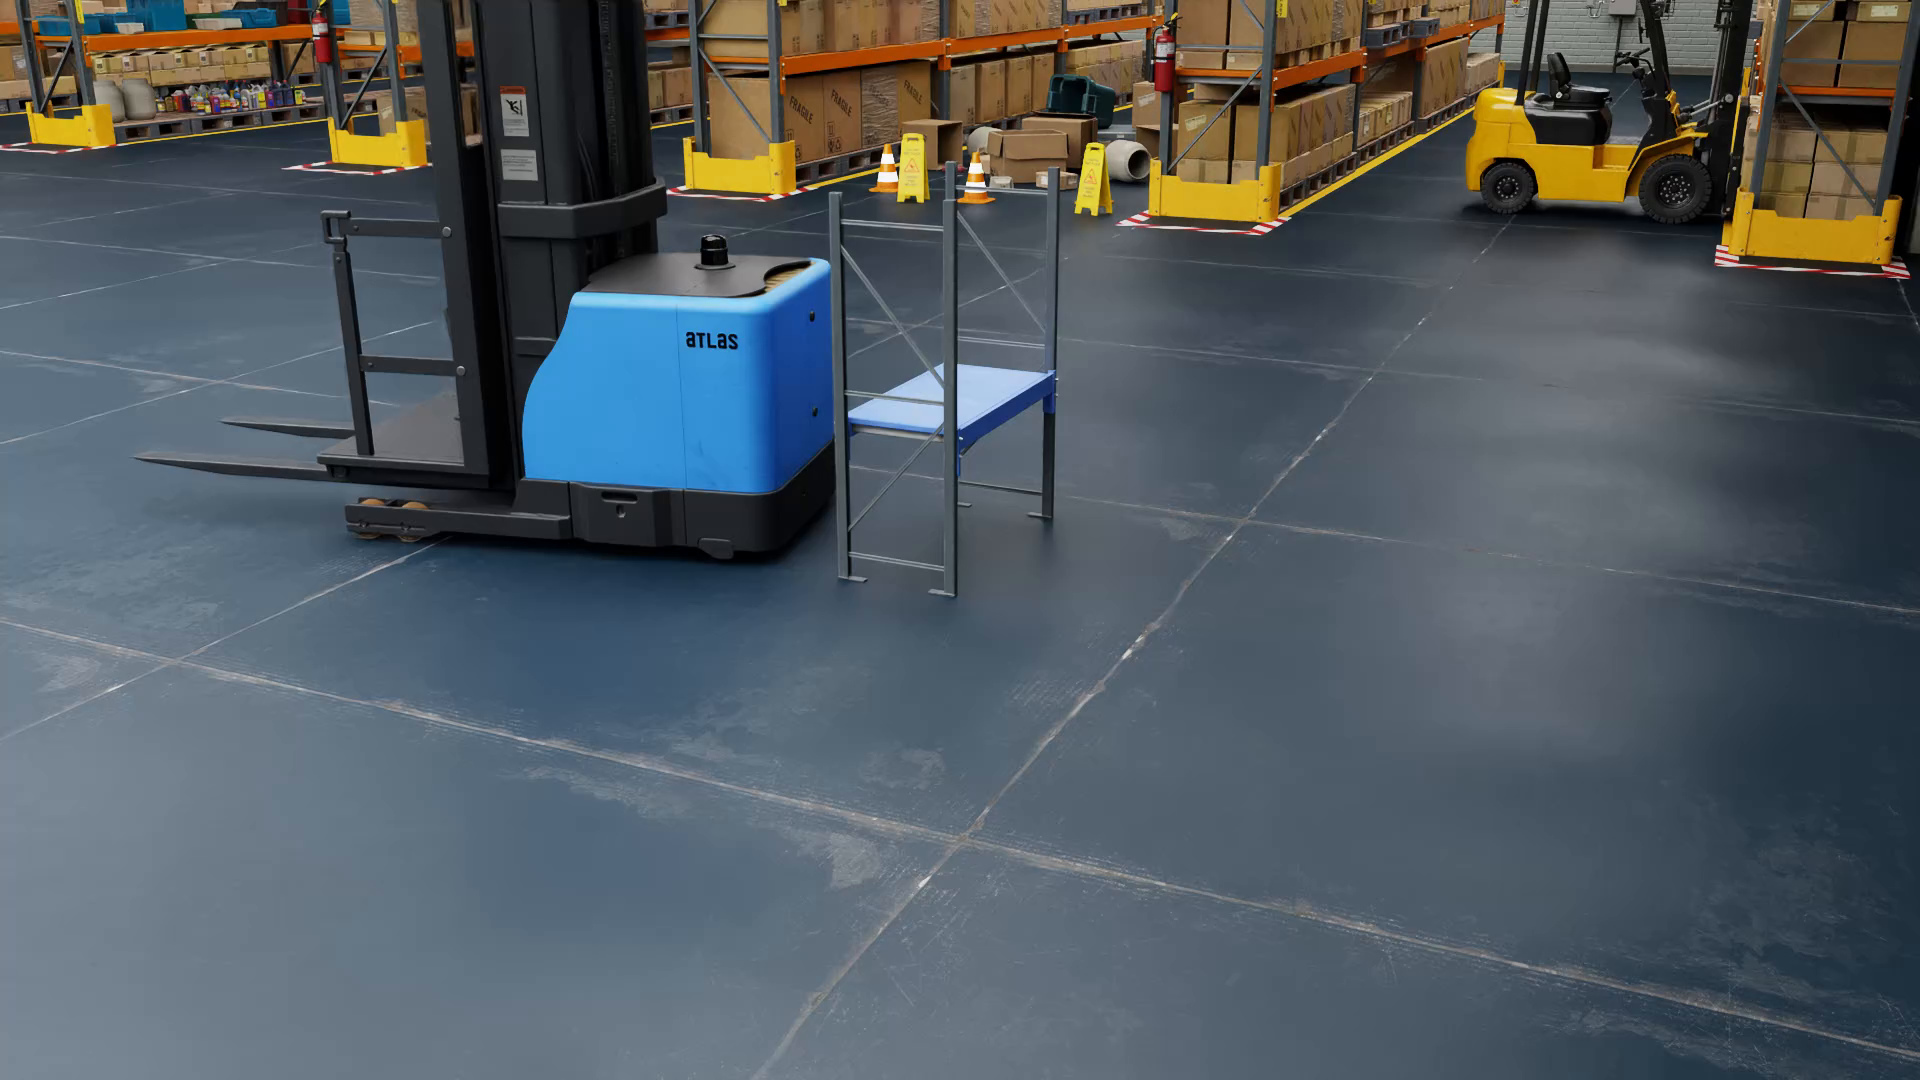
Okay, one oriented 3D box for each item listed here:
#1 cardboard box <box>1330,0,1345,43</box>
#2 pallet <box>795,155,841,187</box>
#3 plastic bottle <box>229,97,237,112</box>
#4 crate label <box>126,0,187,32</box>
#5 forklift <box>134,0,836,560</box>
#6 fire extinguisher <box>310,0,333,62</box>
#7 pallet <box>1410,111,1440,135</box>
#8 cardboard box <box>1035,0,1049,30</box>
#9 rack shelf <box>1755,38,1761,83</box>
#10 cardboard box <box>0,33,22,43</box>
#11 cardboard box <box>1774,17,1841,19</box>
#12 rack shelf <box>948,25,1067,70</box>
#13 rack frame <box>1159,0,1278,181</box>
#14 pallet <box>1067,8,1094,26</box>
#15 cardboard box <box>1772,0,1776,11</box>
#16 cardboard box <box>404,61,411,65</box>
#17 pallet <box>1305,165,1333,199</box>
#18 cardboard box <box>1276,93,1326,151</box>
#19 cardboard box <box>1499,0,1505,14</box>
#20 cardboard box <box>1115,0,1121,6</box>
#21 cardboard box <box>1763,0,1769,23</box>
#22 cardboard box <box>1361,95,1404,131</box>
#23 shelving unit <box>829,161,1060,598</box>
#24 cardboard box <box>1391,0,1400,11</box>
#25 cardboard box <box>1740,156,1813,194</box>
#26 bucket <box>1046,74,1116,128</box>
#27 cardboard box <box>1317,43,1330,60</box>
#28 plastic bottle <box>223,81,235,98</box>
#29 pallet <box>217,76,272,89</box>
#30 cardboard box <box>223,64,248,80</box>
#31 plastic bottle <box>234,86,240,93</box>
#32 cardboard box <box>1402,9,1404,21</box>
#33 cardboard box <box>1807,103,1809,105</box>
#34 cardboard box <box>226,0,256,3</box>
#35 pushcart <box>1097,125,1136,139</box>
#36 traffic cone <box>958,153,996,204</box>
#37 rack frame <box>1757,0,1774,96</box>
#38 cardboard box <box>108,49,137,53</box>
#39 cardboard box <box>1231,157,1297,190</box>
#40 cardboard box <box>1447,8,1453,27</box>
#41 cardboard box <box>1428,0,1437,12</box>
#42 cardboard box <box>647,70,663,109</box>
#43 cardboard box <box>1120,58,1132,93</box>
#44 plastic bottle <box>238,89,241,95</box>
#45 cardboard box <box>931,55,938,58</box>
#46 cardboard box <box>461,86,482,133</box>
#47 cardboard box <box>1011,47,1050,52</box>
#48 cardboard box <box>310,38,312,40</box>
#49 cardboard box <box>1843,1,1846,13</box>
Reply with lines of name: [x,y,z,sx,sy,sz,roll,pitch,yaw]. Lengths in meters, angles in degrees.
cardboard box: [3.577,-5.309,16.826,0.500,0.500,0.500,9,22,24]
pallet: [-1.994,-3.976,17.833,1.003,0.211,1.213,9,21,23]
plastic bottle: [-10.004,-5.991,22.859,0.097,0.201,0.097,0,20,0]
crate label: [-10.745,-7.042,22.240,0.502,0.435,0.616,9,21,23]
forklift: [-2.096,-1.538,6.918,3.031,2.935,1.130,4,20,12]
fire extinguisher: [-7.201,-5.738,18.741,0.296,0.674,0.183,9,21,23]
pallet: [5.975,-5.748,22.818,1.003,0.211,1.213,9,21,23]
cardboard box: [0.881,-7.200,22.589,0.500,0.500,0.500,9,21,23]
rack shelf: [9.294,-5.201,18.191,1.077,0.370,4.000,9,21,23]
cardboard box: [-17.552,-9.220,30.373,0.500,0.250,0.500,9,21,24]
cardboard box: [7.020,-4.097,13.863,0.500,0.500,0.500,9,22,24]
rack shelf: [0.207,-6.530,21.926,1.077,0.370,4.000,9,21,23]
rack frame: [2.307,-4.386,14.825,1.000,3.000,0.127,9,21,23]
pallet: [1.221,-7.622,24.211,1.213,0.211,1.003,9,21,23]
cardboard box: [7.642,-4.912,15.187,0.380,0.149,0.250,8,21,22]
cardboard box: [-11.006,-9.464,32.178,0.500,0.500,0.500,9,21,23]
pallet: [3.204,-3.711,17.087,1.003,0.211,1.213,9,21,23]
cardboard box: [3.322,-4.170,16.576,0.500,0.500,0.500,9,21,24]
cardboard box: [8.903,-9.141,28.045,0.500,0.500,0.500,9,21,23]
cardboard box: [2.261,-8.316,25.623,0.380,0.149,0.250,8,21,20]
cardboard box: [9.272,-5.904,18.571,0.500,0.250,0.500,8,21,21]
cardboard box: [5.048,-5.393,20.953,0.950,0.372,0.625,8,21,22]
shelving unit: [-0.035,-0.681,6.644,0.538,1.500,1.048,9,21,23]
cardboard box: [4.819,-6.400,19.269,0.500,0.500,0.500,8,21,22]
cardboard box: [6.752,-3.036,13.759,0.500,0.250,0.500,8,21,22]
bucket: [1.436,-5.073,19.374,0.726,0.611,0.620,18,16,41]
cardboard box: [3.474,-4.882,16.594,0.380,0.149,0.250,9,21,23]
plastic bottle: [-10.401,-6.360,23.672,0.144,0.351,0.185,8,21,20]
pallet: [-12.866,-7.992,29.125,1.003,0.211,1.213,9,21,23]
cardboard box: [-12.695,-8.102,28.750,0.500,0.250,0.500,8,21,22]
plastic bottle: [-10.273,-6.319,23.676,0.097,0.271,0.097,0,20,0]
cardboard box: [5.102,-6.294,19.939,0.380,0.149,0.250,8,21,21]
cardboard box: [8.450,-4.125,16.077,0.500,0.250,0.500,9,21,24]
cardboard box: [-12.683,-9.405,29.070,0.500,0.311,0.500,10,22,26]
pushcart: [1.845,-4.671,19.540,1.648,0.377,0.936,1,20,4]
traffic cone: [0.155,-3.548,16.254,0.336,0.463,0.334,9,21,23]
rack frame: [8.475,-4.929,16.352,1.000,3.000,0.127,9,21,23]
cardboard box: [-13.814,-7.971,27.545,0.500,0.311,0.500,8,21,23]
cardboard box: [2.890,-3.497,15.802,0.500,0.250,0.500,8,21,22]
cardboard box: [6.627,-7.346,23.373,0.500,0.250,0.500,9,21,23]
cardboard box: [6.016,-7.118,21.983,0.500,0.250,0.500,8,21,22]
cardboard box: [-4.612,-6.326,23.354,0.700,0.500,0.500,8,21,22]
cardboard box: [2.380,-7.305,26.137,0.500,0.500,0.500,8,21,21]
plastic bottle: [-9.993,-6.147,23.175,0.061,0.283,0.133,9,21,23]
cardboard box: [-0.743,-9.349,31.324,0.875,0.875,0.875,9,21,23]
cardboard box: [-5.975,-5.331,20.585,0.500,0.500,0.500,11,22,28]
cardboard box: [1.067,-7.098,24.437,0.500,0.250,0.500,8,21,21]
cardboard box: [-14.556,-10.998,36.520,0.700,0.500,0.500,9,22,24]
cardboard box: [7.948,-4.677,14.526,0.380,0.149,0.250,8,21,21]
